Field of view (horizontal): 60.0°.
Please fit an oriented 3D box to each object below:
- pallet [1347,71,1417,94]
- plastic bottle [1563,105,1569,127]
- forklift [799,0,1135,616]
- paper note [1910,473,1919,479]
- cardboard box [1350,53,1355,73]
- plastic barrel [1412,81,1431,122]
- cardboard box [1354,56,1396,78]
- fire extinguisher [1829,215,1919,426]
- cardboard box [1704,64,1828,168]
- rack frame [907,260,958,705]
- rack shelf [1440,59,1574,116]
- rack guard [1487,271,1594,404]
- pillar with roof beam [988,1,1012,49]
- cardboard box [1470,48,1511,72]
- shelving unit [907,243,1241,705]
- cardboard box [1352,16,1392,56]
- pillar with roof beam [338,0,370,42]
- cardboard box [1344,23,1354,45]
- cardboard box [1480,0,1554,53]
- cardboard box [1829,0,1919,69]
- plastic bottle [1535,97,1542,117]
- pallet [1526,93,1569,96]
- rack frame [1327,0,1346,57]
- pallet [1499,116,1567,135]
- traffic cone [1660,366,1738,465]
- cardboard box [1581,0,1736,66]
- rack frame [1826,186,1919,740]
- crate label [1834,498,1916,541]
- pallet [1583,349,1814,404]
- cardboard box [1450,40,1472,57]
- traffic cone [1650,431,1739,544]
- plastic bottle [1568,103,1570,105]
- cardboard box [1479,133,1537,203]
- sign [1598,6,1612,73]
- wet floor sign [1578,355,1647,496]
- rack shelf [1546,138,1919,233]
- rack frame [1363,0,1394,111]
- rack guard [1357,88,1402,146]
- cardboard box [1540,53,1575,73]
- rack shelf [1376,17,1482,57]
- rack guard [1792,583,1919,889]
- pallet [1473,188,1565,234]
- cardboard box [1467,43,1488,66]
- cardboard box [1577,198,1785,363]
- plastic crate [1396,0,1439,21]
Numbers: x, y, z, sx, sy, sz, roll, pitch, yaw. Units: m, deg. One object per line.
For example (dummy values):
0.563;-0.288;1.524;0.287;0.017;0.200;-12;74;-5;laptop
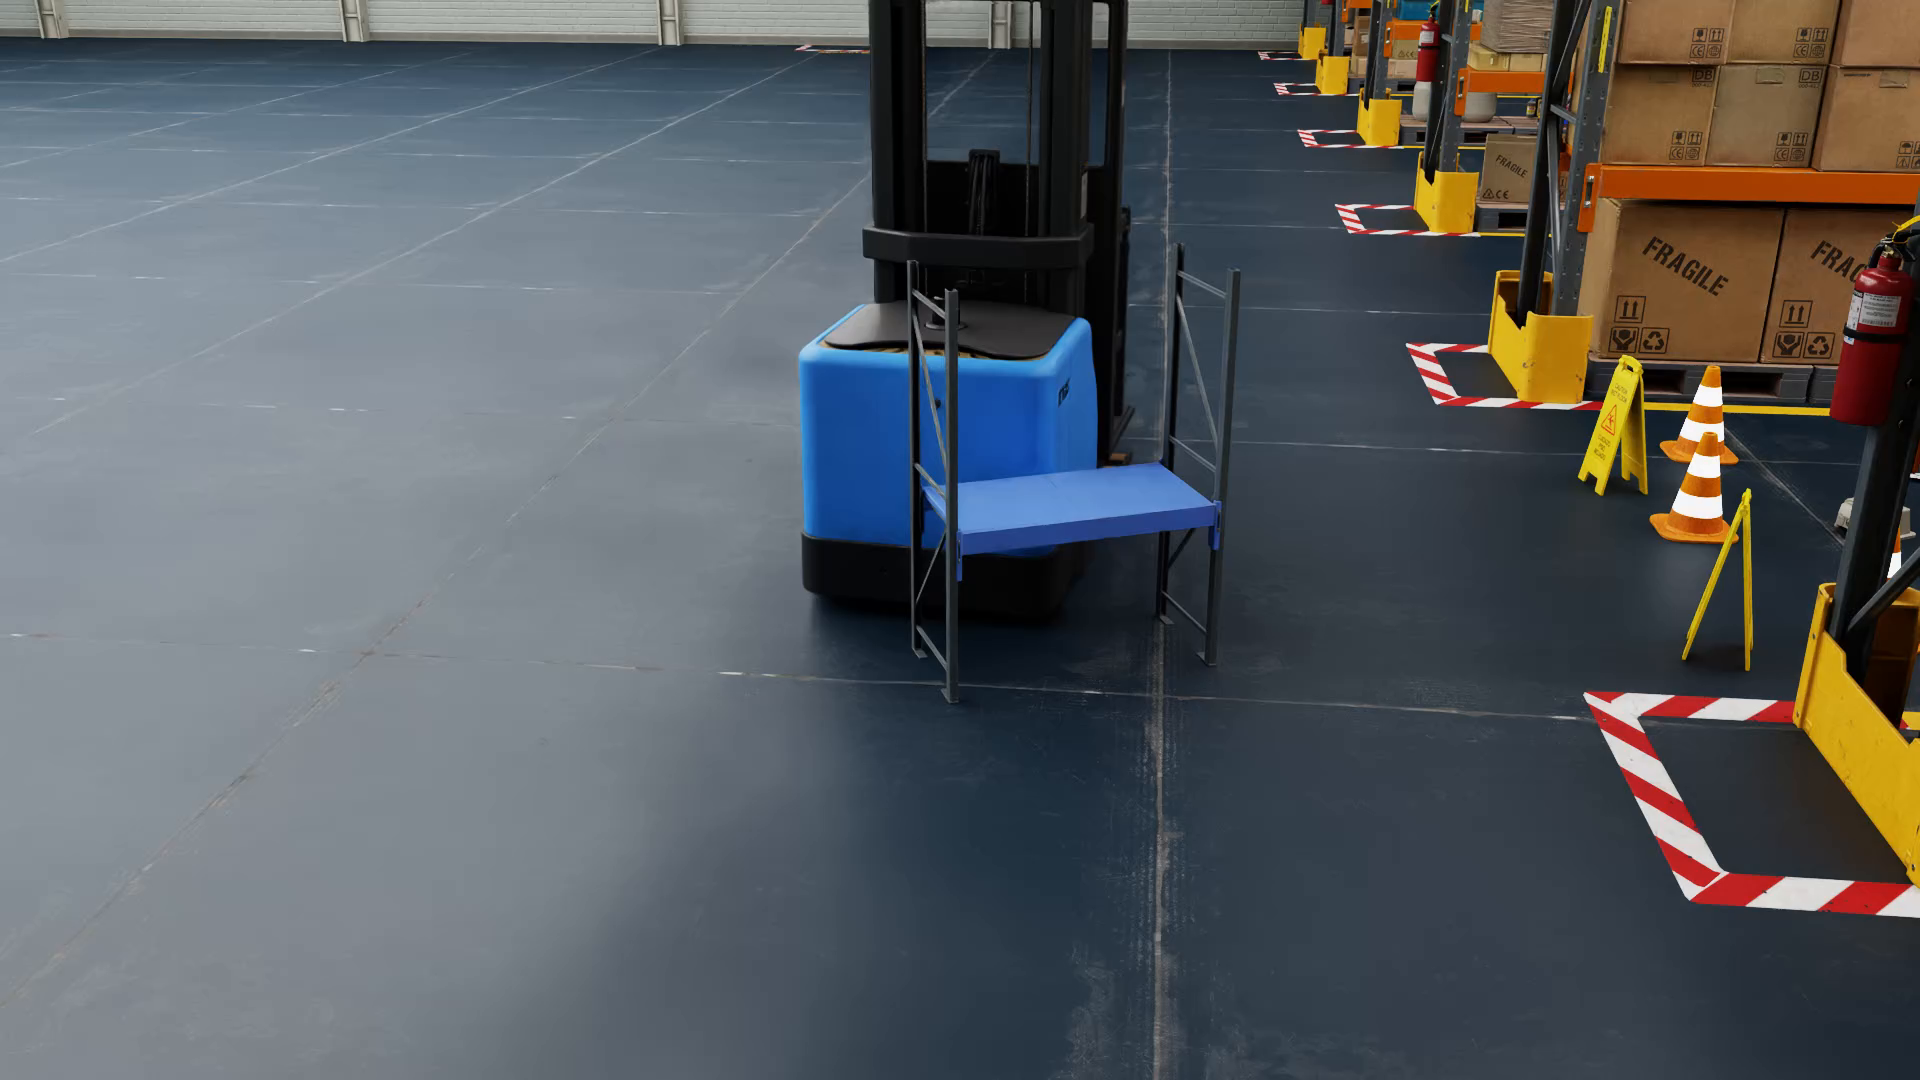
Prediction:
6.059;-6.488;23.563;1.213;0.211;1.003;2;22;6;pallet
6.694;-4.727;18.412;0.133;0.283;0.061;3;22;7;plastic bottle
0.219;-1.579;7.446;1.130;2.935;3.031;5;22;13;forklift
4.757;-0.312;8.189;0.142;0.017;0.144;11;24;25;paper note
5.862;-6.803;23.738;0.500;0.250;0.500;2;22;6;cardboard box
5.370;-5.032;18.900;0.421;0.512;0.421;0;22;0;plastic barrel
5.801;-6.614;23.259;0.500;0.250;0.500;2;22;6;cardboard box
2.899;-0.705;5.247;0.183;0.674;0.296;2;22;6;fire extinguisher
4.363;-2.433;9.311;0.550;0.550;0.875;2;22;6;cardboard box
-0.096;-0.198;5.900;0.032;1.500;0.500;-7;23;-16;rack frame
6.111;-3.764;13.860;4.000;0.370;1.077;2;22;6;rack shelf
3.417;-1.218;9.840;0.348;0.500;1.175;2;22;6;rack guard
0.206;-11.374;23.970;0.400;9.000;9.100;2;22;6;pillar with roof beam
4.380;-3.969;13.742;0.250;0.149;0.380;2;22;6;cardboard box
0.388;-0.254;6.042;1.048;1.500;0.538;-7;23;-16;shelving unit
5.862;-7.153;23.602;0.500;0.500;0.500;2;22;6;cardboard box
-11.711;-11.893;25.284;0.400;9.000;9.100;2;22;6;pillar with roof beam
6.550;-8.502;27.925;0.500;0.311;0.500;0;22;0;cardboard box
4.668;-4.337;13.788;0.500;0.500;0.875;2;22;6;cardboard box
4.902;-2.857;8.913;0.550;0.550;0.875;2;22;6;cardboard box
6.701;-5.017;19.147;0.133;0.283;0.061;3;22;8;plastic bottle
8.482;-6.382;23.296;1.213;0.211;1.003;2;22;6;pallet
5.294;-7.802;23.095;0.127;3.000;1.000;2;22;6;rack frame
6.803;-4.620;18.839;1.213;0.211;1.003;2;22;6;pallet
3.801;-0.658;8.474;0.334;0.463;0.336;2;22;6;traffic cone
3.805;-2.921;9.075;0.550;0.550;0.875;2;22;6;cardboard box
2.959;-0.567;4.795;0.127;3.000;1.000;2;22;6;rack frame
4.118;-0.097;7.499;0.298;0.136;0.250;-9;23;-22;crate label
4.244;-1.076;9.875;1.213;0.211;1.003;2;22;6;pallet
6.796;-6.925;23.026;0.500;0.500;0.500;2;22;6;cardboard box
3.330;-0.260;7.468;0.334;0.463;0.336;2;22;6;traffic cone
6.972;-4.904;18.973;0.097;0.201;0.097;0;22;0;plastic bottle
4.743;-3.185;14.246;0.500;0.500;0.500;7;23;16;cardboard box
3.370;-2.616;8.692;0.005;0.325;0.100;2;22;6;sign
3.179;-0.563;7.985;0.232;0.644;0.267;-1;22;-3;wet floor sign
5.427;-1.958;9.291;4.000;0.370;1.077;2;22;6;rack shelf
4.708;-5.994;18.521;0.127;3.000;1.000;2;22;6;rack frame
4.789;-4.845;19.016;0.348;0.500;1.175;2;22;6;rack guard
4.872;-3.935;13.656;0.250;0.149;0.380;2;22;6;cardboard box
6.694;-5.573;18.434;4.000;0.370;1.077;2;22;6;rack shelf
3.034;0.598;5.246;0.348;0.500;1.175;2;22;6;rack guard
5.003;-2.837;14.330;1.213;0.211;1.003;2;22;6;pallet
4.432;-4.132;14.153;0.250;0.149;0.380;2;22;6;cardboard box
4.122;-1.581;9.678;0.875;0.875;0.875;3;22;7;cardboard box
5.240;-6.012;18.770;0.616;0.251;0.499;2;22;6;plastic crate
